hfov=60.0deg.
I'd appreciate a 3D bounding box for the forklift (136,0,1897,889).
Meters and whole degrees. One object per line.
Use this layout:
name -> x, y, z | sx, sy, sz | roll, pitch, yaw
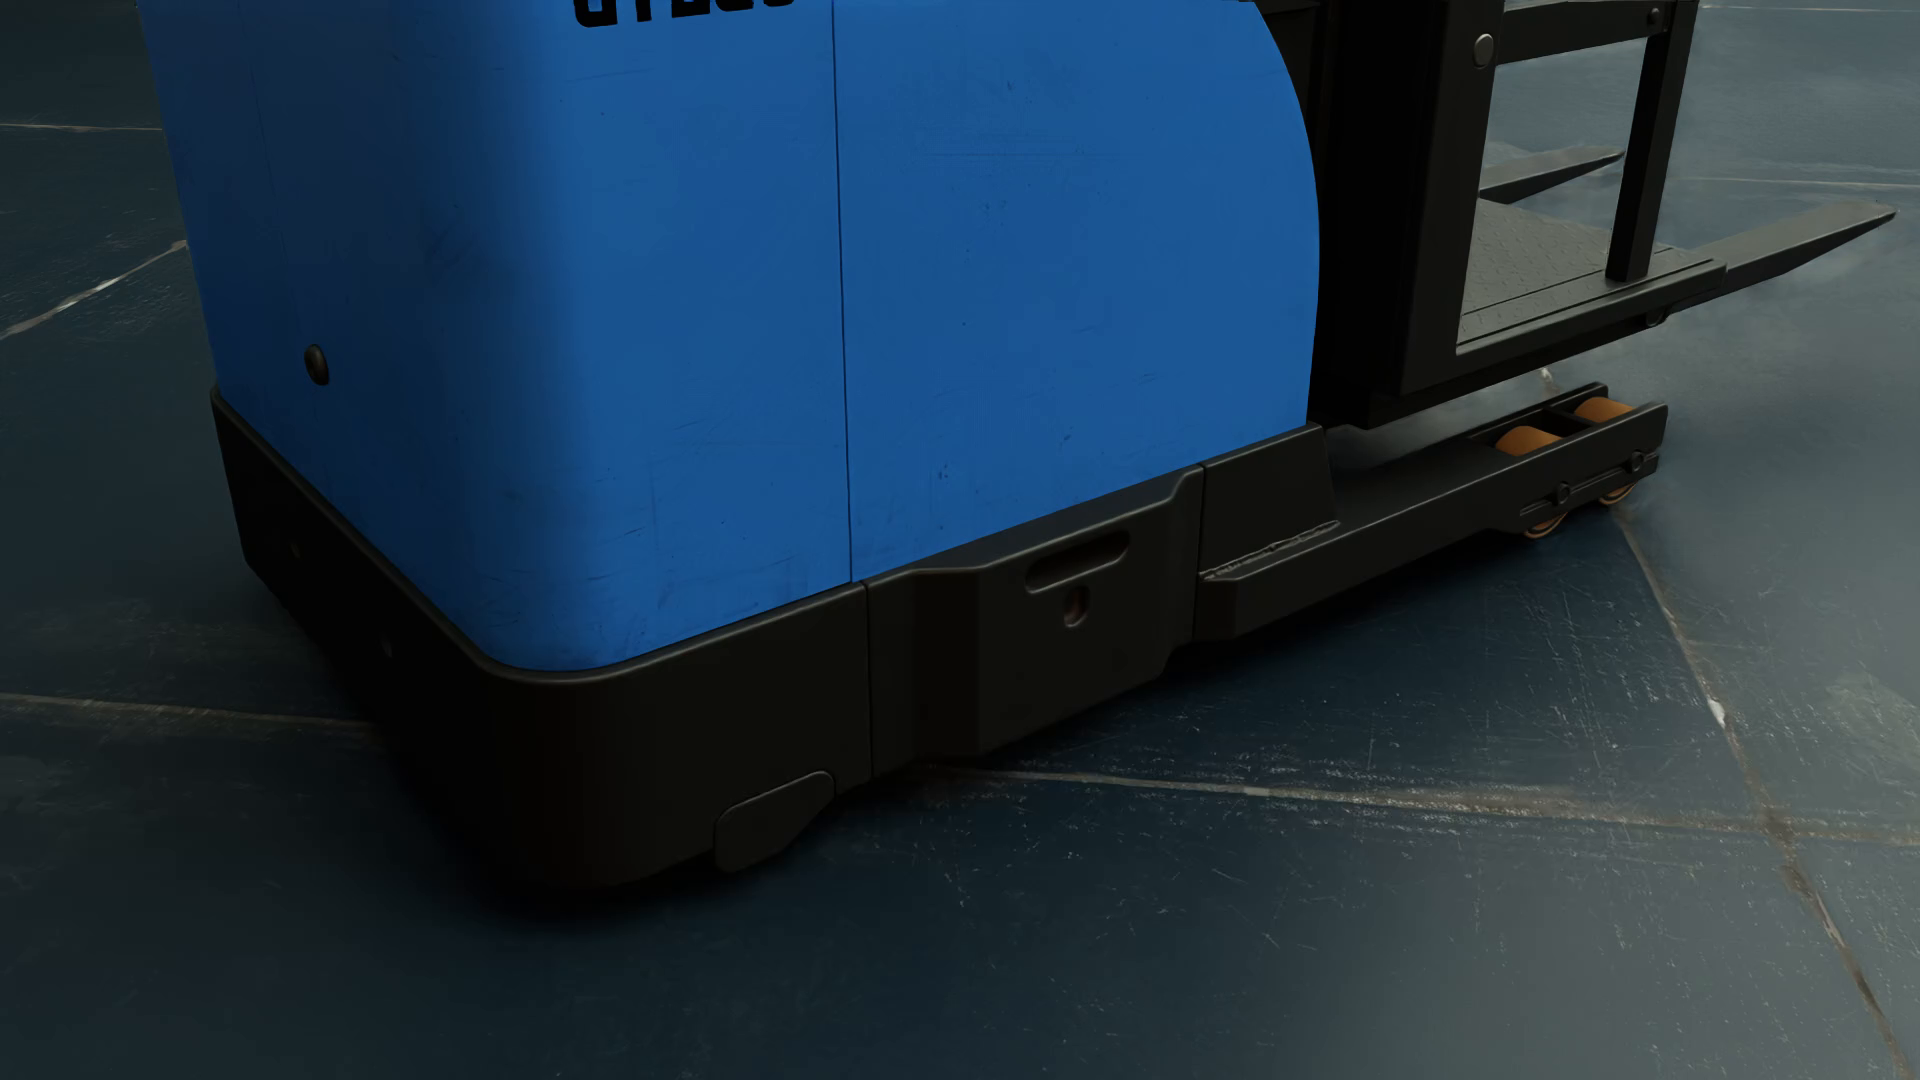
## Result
forklift -> 0.479, -1.481, 2.185 | 3.031, 2.935, 1.130 | -19, 32, -33
